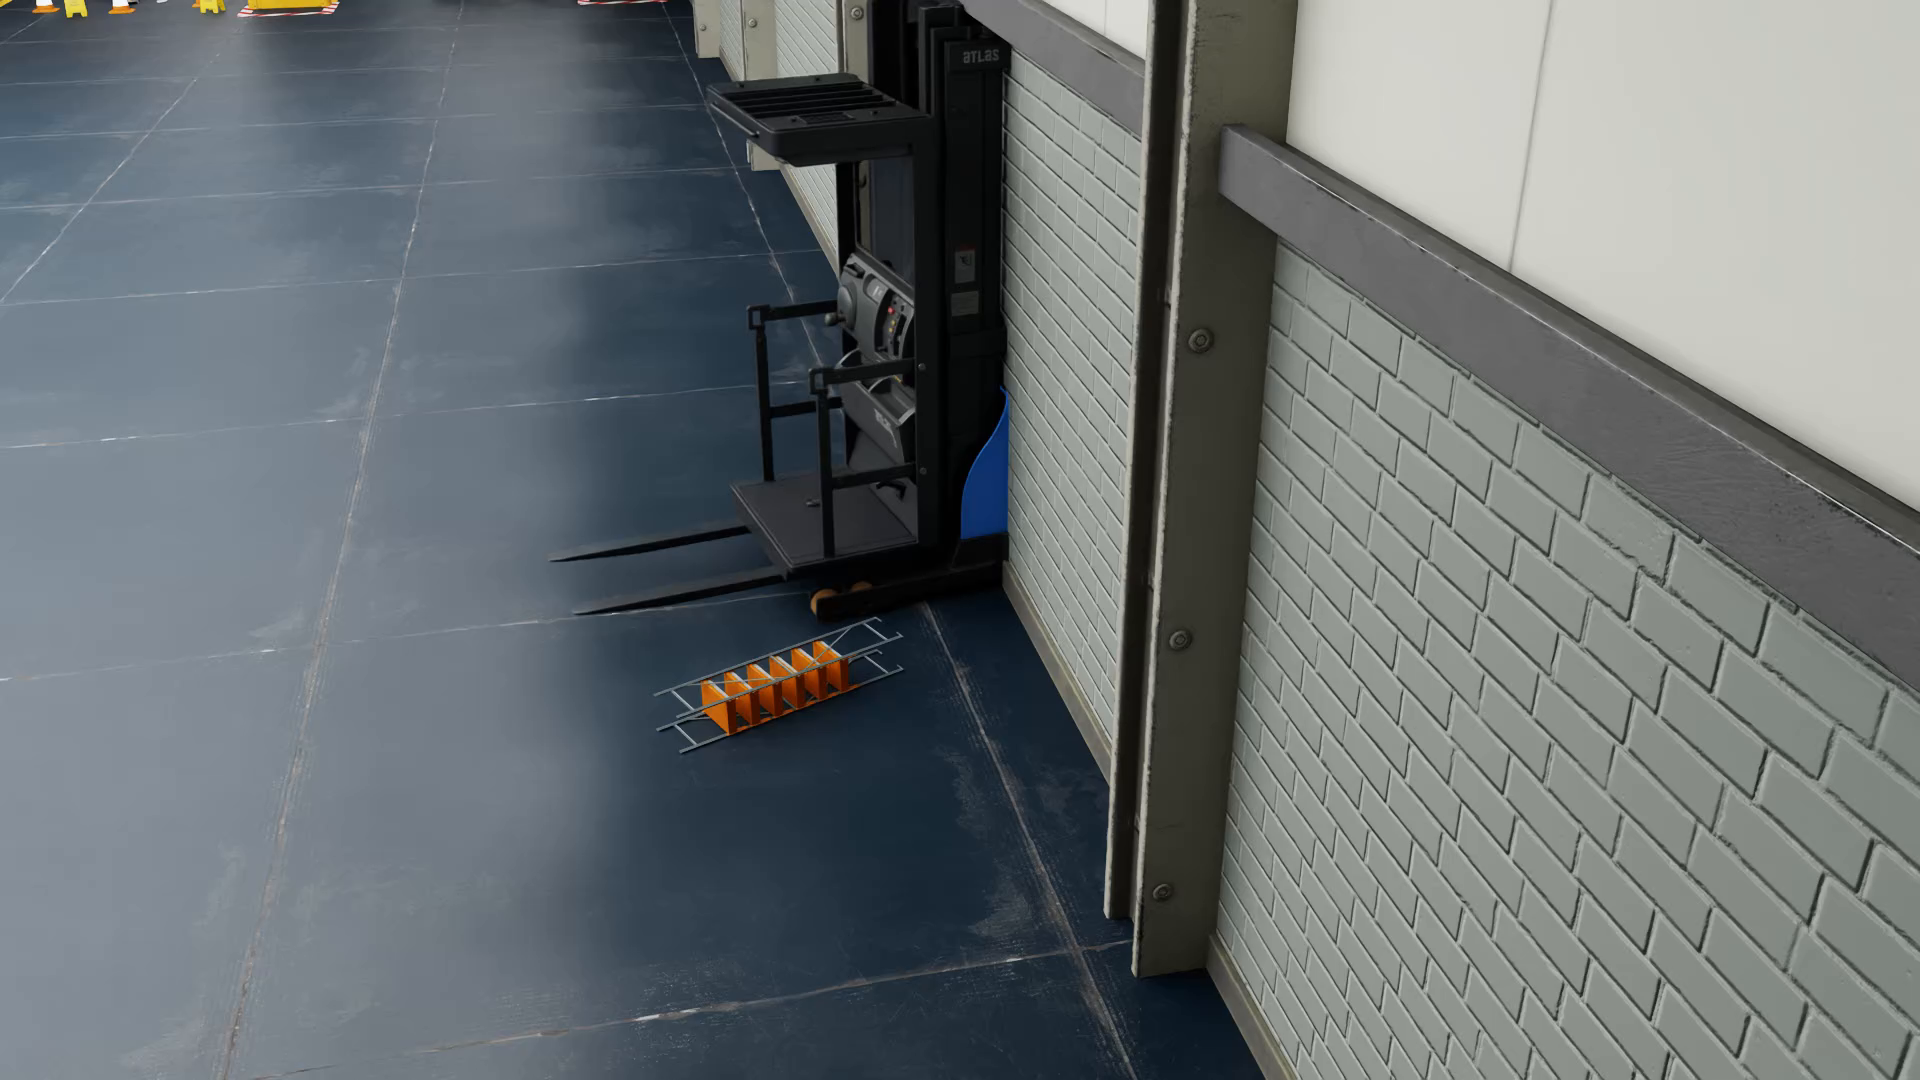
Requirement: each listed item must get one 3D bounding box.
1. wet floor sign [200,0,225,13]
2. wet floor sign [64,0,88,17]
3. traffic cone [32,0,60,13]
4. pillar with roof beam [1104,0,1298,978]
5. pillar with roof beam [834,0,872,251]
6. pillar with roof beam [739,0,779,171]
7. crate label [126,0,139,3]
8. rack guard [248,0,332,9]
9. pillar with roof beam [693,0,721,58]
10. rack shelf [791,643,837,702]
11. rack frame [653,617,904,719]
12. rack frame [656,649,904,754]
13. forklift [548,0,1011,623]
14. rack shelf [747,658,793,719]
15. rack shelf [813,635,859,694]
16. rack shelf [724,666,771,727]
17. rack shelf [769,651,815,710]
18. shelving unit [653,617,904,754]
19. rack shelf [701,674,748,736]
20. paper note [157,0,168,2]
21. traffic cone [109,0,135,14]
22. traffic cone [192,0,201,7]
[{"bbox_3d":[-11.217,-8.230,24.840,0.267,0.644,0.232,3,27,6],"label":"wet floor sign"},{"bbox_3d":[-13.081,-8.064,24.510,0.267,0.644,0.232,-11,29,-20],"label":"wet floor sign"},{"bbox_3d":[-13.753,-8.171,24.925,0.336,0.463,0.334,-6,27,-12],"label":"traffic cone"},{"bbox_3d":[-3.446,-2.081,3.386,9.100,9.000,0.400,-6,27,-12],"label":"pillar with roof beam"},{"bbox_3d":[-4.798,-4.715,8.605,9.100,9.000,0.400,-6,27,-12],"label":"pillar with roof beam"},{"bbox_3d":[-6.151,-7.349,13.823,9.100,9.000,0.400,-6,27,-12],"label":"pillar with roof beam"},{"bbox_3d":[-12.813,-8.330,25.602,0.250,0.136,0.298,-23,35,-38],"label":"crate label"},{"bbox_3d":[-10.234,-8.391,25.319,1.175,0.500,0.348,-6,27,-12],"label":"rack guard"},{"bbox_3d":[-7.503,-9.983,19.042,9.100,9.000,0.400,-6,27,-12],"label":"pillar with roof beam"},{"bbox_3d":[-0.689,0.616,7.815,0.103,0.180,0.258,-18,32,-32],"label":"rack shelf"},{"bbox_3d":[-0.822,0.578,7.687,1.200,0.006,0.240,-18,32,-32],"label":"rack frame"},{"bbox_3d":[-0.822,0.741,7.770,1.200,0.006,0.240,-18,32,-32],"label":"rack frame"},{"bbox_3d":[-0.611,-1.161,8.298,3.031,2.935,1.130,-11,29,-21],"label":"forklift"},{"bbox_3d":[-0.883,0.680,7.689,0.103,0.180,0.258,-18,32,-32],"label":"rack shelf"},{"bbox_3d":[-0.593,0.584,7.879,0.103,0.180,0.258,-18,32,-32],"label":"rack shelf"},{"bbox_3d":[-0.979,0.712,7.625,0.103,0.180,0.258,-18,32,-32],"label":"rack shelf"},{"bbox_3d":[-0.786,0.648,7.752,0.103,0.180,0.258,-18,32,-32],"label":"rack shelf"},{"bbox_3d":[-0.822,0.659,7.728,1.200,0.189,0.258,-18,32,-32],"label":"shelving unit"},{"bbox_3d":[-1.076,0.744,7.562,0.103,0.180,0.258,-18,32,-32],"label":"rack shelf"},{"bbox_3d":[-12.369,-8.361,25.780,0.148,0.019,0.142,-16,31,-29],"label":"paper note"},{"bbox_3d":[-12.576,-8.137,24.857,0.336,0.463,0.334,-6,27,-12],"label":"traffic cone"},{"bbox_3d":[-11.571,-8.399,25.376,0.336,0.463,0.334,-6,27,-12],"label":"traffic cone"}]
